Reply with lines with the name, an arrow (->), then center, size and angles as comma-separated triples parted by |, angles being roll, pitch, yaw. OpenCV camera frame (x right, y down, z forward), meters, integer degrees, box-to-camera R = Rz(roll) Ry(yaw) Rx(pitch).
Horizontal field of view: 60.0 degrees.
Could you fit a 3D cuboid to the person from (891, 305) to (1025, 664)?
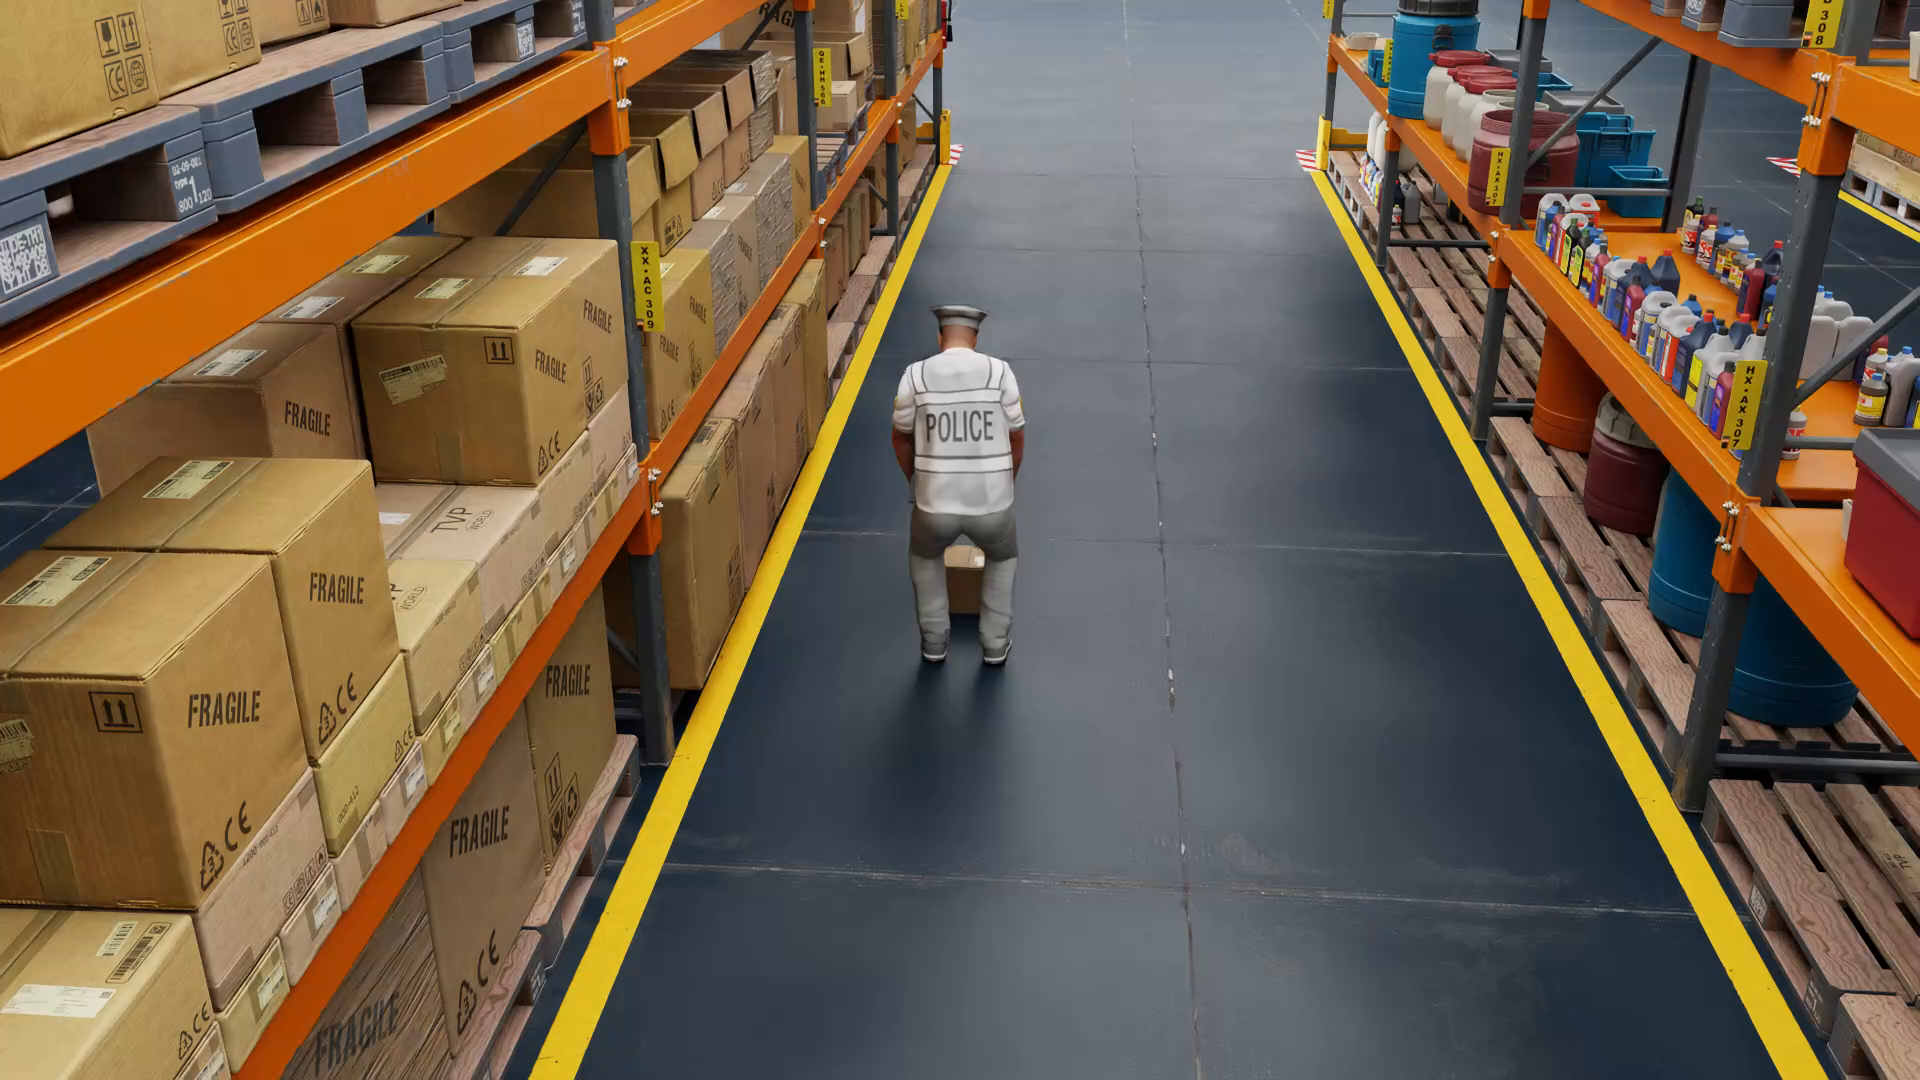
person -> -0.013, -0.225, 7.327 | 0.584, 1.572, 0.682 | 2, 24, 4
